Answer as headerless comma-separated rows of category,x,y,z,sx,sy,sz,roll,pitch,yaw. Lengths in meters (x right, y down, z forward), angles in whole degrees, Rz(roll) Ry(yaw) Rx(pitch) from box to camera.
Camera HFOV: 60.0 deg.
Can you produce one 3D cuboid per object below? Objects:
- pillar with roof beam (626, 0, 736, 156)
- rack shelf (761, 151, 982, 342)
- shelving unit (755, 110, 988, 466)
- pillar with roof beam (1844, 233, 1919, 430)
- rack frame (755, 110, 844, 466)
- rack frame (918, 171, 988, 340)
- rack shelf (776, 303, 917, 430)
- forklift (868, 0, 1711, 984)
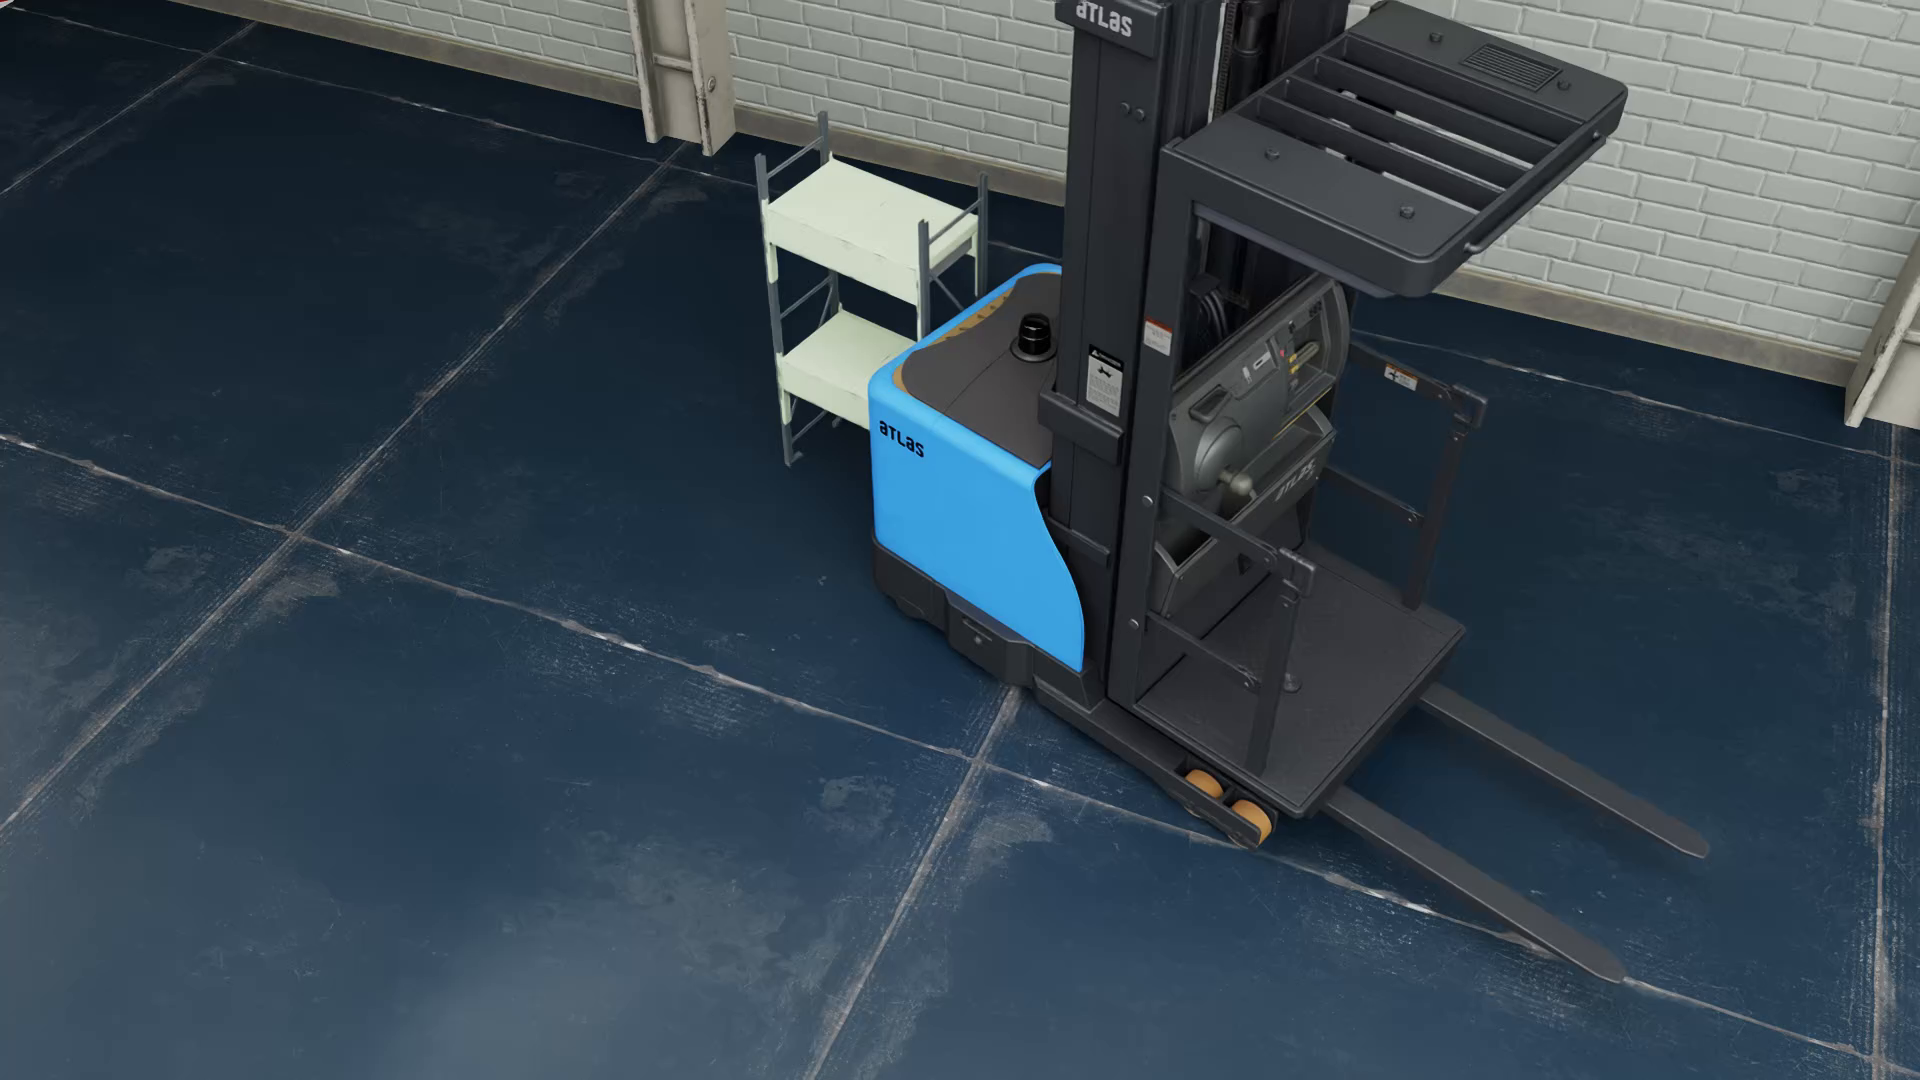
pillar with roof beam,-3.094,-2.567,2.950,0.400,9.000,9.100,16,47,16
rack shelf,-0.321,-1.095,6.234,0.720,0.370,0.431,26,51,24
shelving unit,-0.321,-0.818,6.509,0.755,1.500,0.431,26,51,24
pillar with roof beam,2.443,-0.938,1.313,0.400,9.000,9.100,16,47,16
rack frame,-0.621,-0.967,6.658,0.023,1.500,0.400,26,51,24
rack frame,-0.021,-0.670,6.360,0.023,1.500,0.400,26,51,24
rack shelf,-0.321,-0.587,6.739,0.720,0.370,0.431,26,51,24
forklift,1.098,-0.410,5.084,3.031,2.935,1.130,32,53,28
